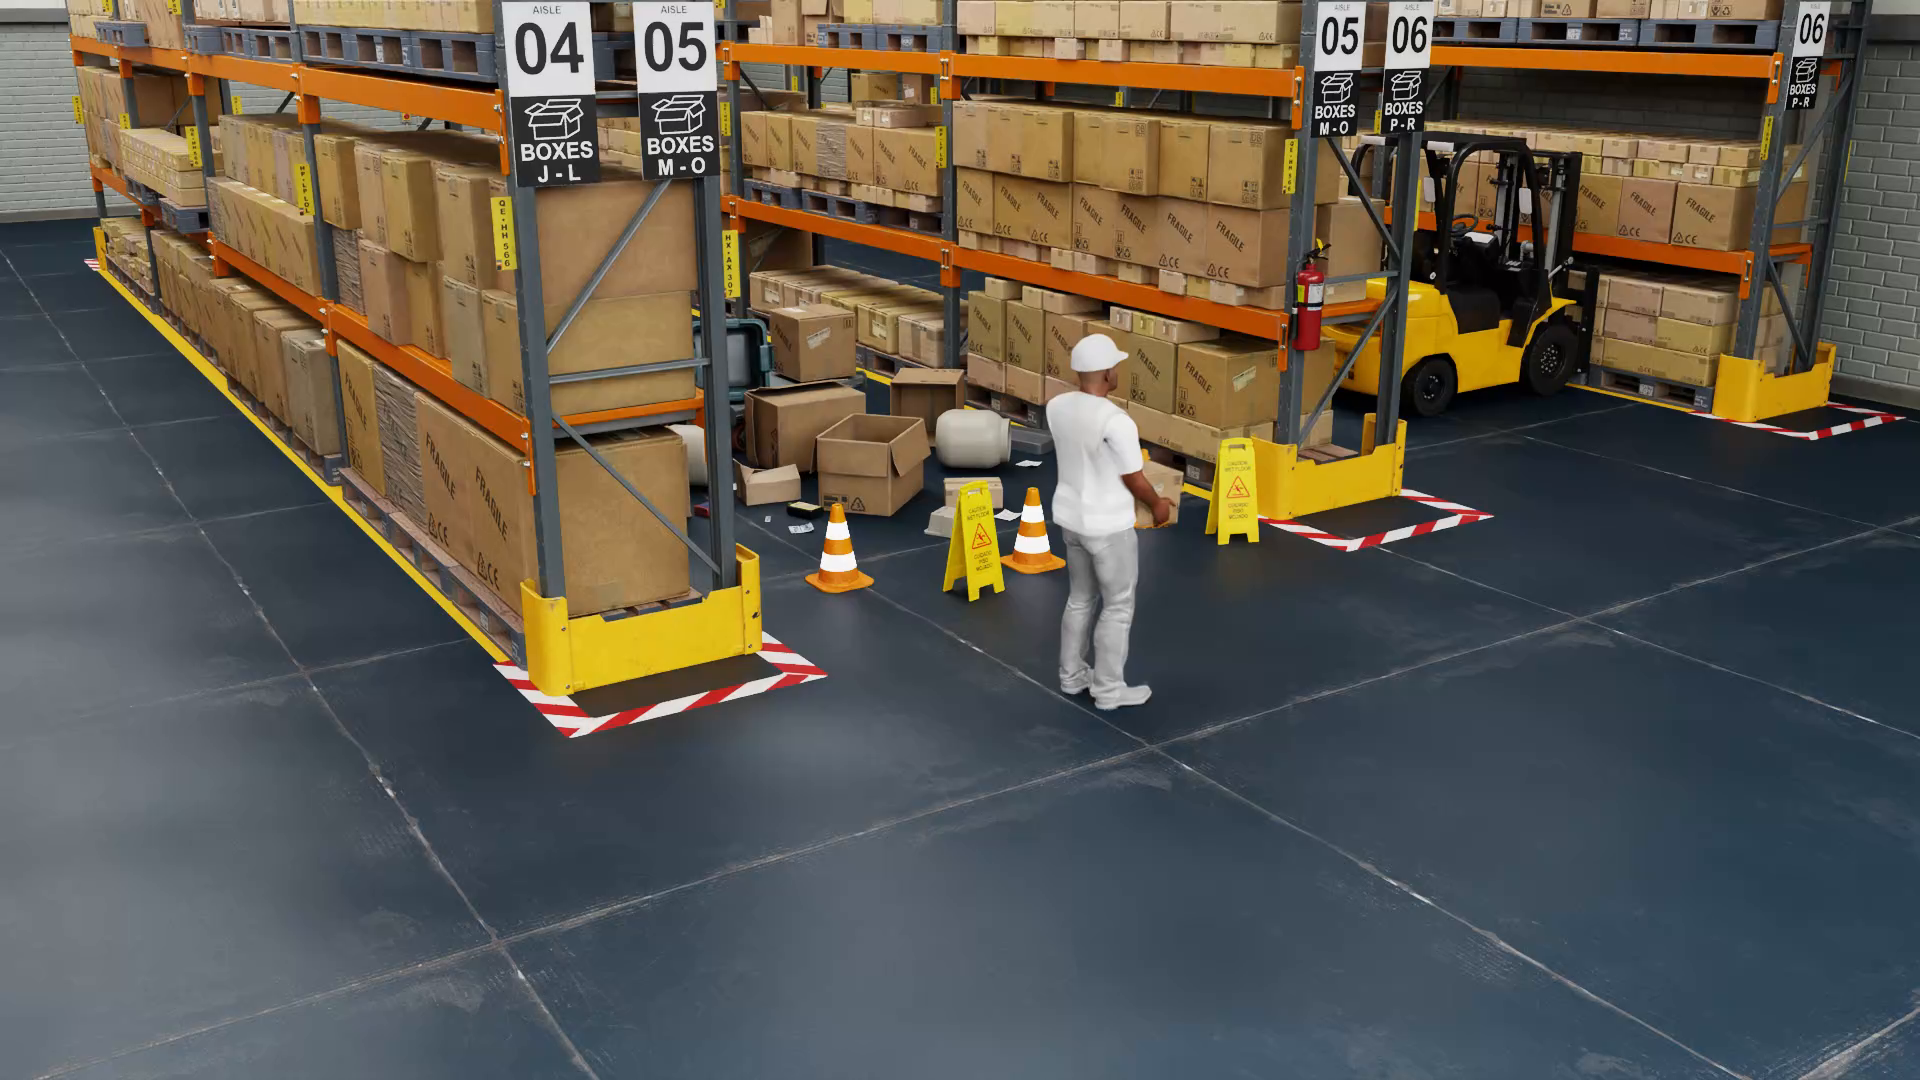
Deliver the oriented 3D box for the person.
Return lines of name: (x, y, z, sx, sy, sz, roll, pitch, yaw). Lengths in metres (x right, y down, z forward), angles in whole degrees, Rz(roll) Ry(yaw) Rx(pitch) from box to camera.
person: (0.712, -0.099, 7.818, 0.551, 1.770, 0.542, -12, 21, -32)
